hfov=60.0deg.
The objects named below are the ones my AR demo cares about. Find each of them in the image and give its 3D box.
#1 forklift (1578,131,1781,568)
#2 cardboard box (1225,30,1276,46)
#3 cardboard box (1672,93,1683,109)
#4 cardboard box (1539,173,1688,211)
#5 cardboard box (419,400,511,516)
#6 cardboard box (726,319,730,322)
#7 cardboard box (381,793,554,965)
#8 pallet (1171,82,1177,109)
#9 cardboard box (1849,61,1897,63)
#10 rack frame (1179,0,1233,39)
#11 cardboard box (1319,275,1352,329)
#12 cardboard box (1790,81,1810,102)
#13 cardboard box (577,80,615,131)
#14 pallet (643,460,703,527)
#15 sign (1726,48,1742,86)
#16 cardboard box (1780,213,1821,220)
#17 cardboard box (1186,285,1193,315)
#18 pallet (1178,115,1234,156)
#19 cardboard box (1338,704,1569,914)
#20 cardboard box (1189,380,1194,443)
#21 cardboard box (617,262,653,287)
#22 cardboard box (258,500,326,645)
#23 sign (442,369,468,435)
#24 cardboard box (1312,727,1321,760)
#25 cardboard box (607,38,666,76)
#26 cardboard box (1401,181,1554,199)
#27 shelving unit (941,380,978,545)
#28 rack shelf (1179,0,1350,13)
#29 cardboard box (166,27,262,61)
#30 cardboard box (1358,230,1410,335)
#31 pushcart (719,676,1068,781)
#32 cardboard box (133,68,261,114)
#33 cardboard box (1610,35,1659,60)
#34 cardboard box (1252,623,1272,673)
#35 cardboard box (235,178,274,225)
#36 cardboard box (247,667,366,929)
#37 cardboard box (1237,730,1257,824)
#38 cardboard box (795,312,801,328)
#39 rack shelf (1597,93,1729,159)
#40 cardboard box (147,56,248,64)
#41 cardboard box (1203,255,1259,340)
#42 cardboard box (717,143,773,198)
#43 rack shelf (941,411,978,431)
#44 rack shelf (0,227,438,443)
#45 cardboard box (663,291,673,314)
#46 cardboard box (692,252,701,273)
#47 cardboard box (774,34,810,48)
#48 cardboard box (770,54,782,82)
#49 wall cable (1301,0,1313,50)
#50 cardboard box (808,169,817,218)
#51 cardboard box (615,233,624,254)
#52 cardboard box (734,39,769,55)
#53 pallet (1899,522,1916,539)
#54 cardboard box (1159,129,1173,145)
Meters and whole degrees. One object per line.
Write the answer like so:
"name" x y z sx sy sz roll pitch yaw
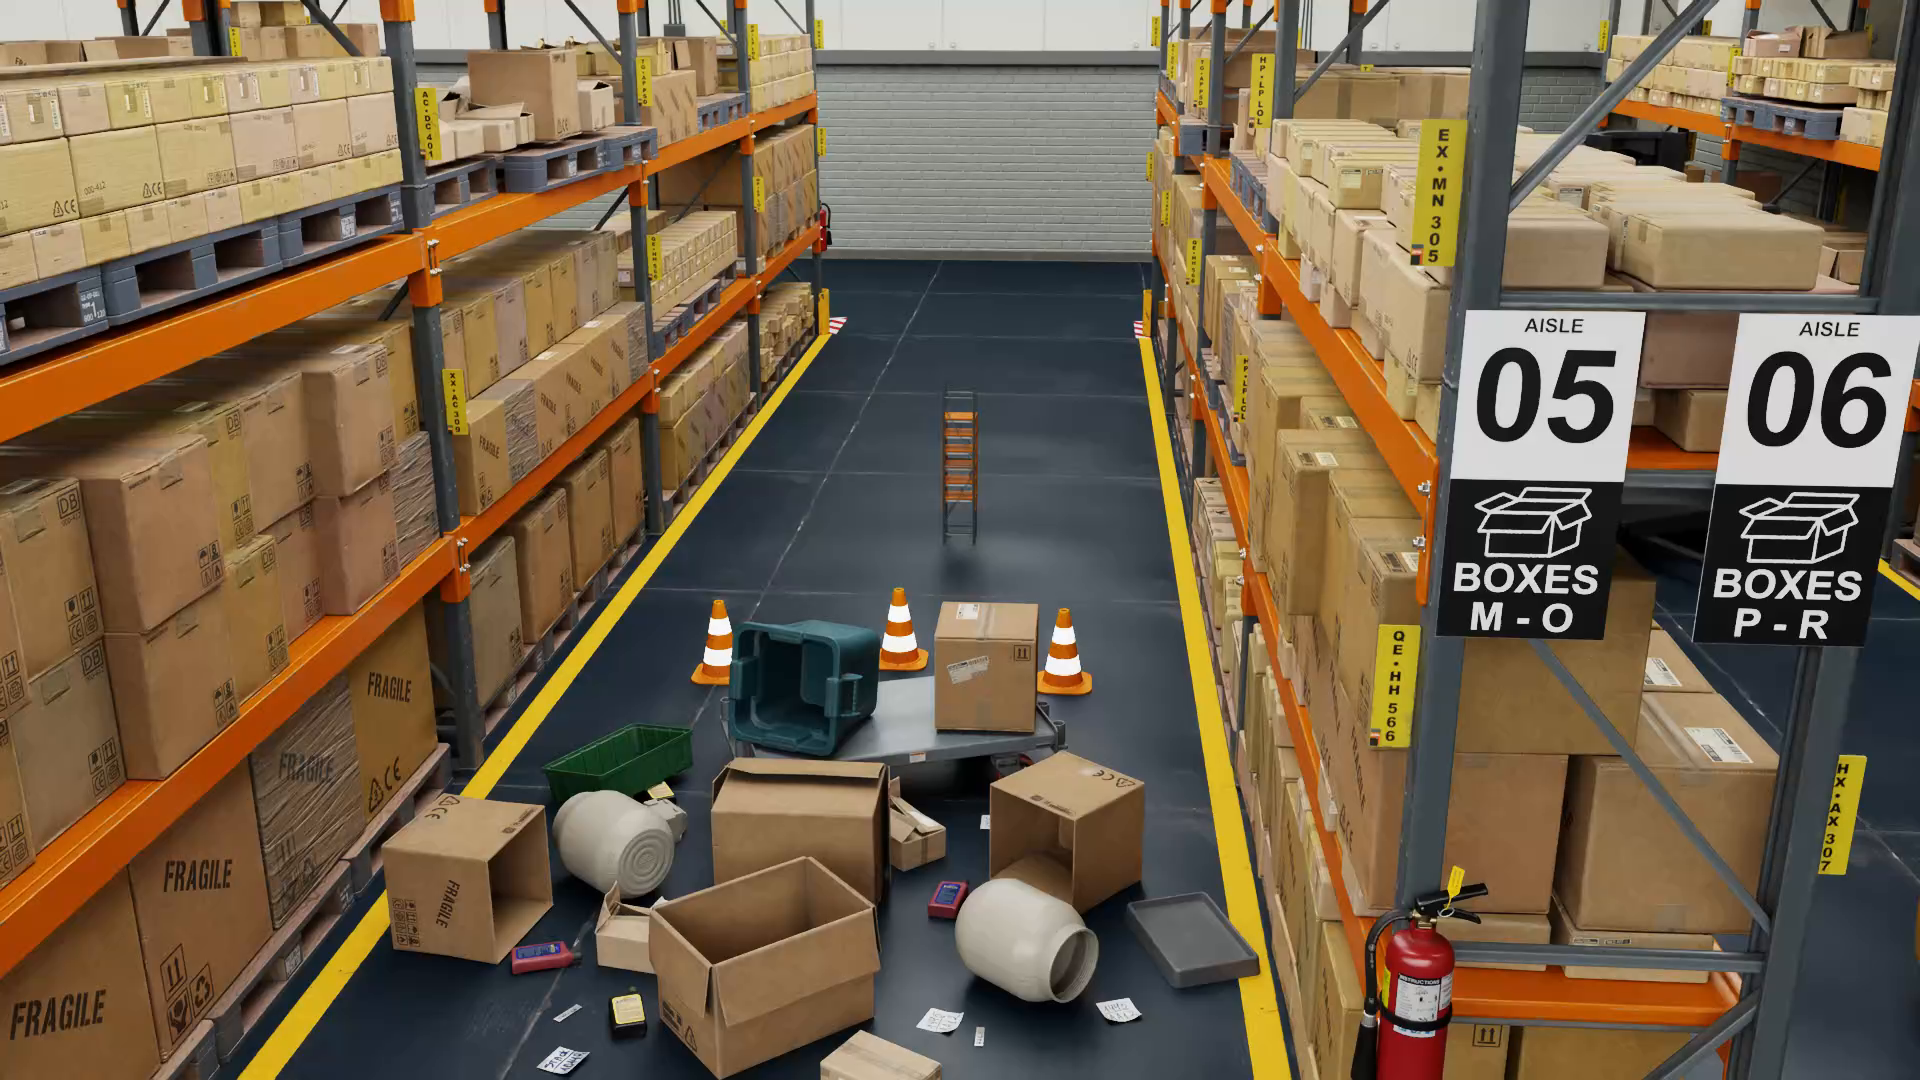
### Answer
"forklift" 4.967 -1.375 11.913 1.130 2.935 3.031 -7 19 -21
"cardboard box" 2.743 -4.542 15.654 0.500 0.500 0.500 2 18 5
"cardboard box" 7.304 -4.355 16.481 0.380 0.149 0.250 1 18 4
"cardboard box" 1.956 -1.018 5.018 0.380 0.149 0.250 1 18 4
"cardboard box" -2.721 -0.443 8.797 0.500 0.500 0.500 1 18 5
"cardboard box" -2.602 -2.203 17.278 0.380 0.149 0.250 2 18 6
"cardboard box" -2.115 1.453 7.180 0.500 0.500 0.500 4 19 13
"pallet" 2.560 -4.281 15.996 1.003 0.211 1.213 1 18 4
"cardboard box" 7.459 -3.813 13.516 0.380 0.149 0.250 1 18 2
"rack frame" 2.491 -5.495 14.740 1.000 3.000 0.127 1 18 4
"cardboard box" 1.443 -0.818 5.688 0.380 0.149 0.250 1 18 3
"cardboard box" 6.926 -3.607 13.366 0.380 0.149 0.250 2 18 5
"cardboard box" -2.516 -2.779 10.579 0.500 0.311 0.500 1 18 4
"pallet" -2.683 -0.398 13.299 1.003 0.211 1.213 1 18 4
"sign" 6.901 -4.215 14.822 0.100 0.325 0.005 1 18 4
"cardboard box" 7.185 -2.636 14.815 0.700 0.500 0.500 2 18 5
"cardboard box" 2.019 -1.883 12.791 0.500 0.250 0.500 1 18 2
"pallet" 2.198 -2.938 12.059 1.213 0.211 1.003 2 18 6
"cardboard box" 1.395 0.720 4.771 0.500 0.500 0.500 1 18 3
"cardboard box" 2.469 -1.359 14.490 0.875 0.875 0.875 2 18 6
"cardboard box" -2.513 -1.984 12.434 0.380 0.149 0.250 1 18 4
"cardboard box" -3.214 0.142 6.932 0.875 0.550 0.550 1 18 4
"sign" -2.473 -0.675 8.149 0.100 0.325 0.005 1 18 4
"cardboard box" 1.466 0.683 5.925 0.380 0.149 0.250 1 18 3
"cardboard box" -2.399 -3.597 12.376 0.396 0.266 0.258 1 18 4
"cardboard box" 1.487 -0.950 4.810 0.380 0.149 0.250 1 18 4
"shelving unit" -0.001 -0.566 12.222 0.258 1.200 0.189 1 18 4
"rack shelf" 2.348 -4.342 13.019 1.077 0.370 4.000 1 18 4
"cardboard box" -7.397 -4.829 16.531 0.700 0.500 0.500 0 18 1
"cardboard box" 1.450 -0.733 4.789 0.500 0.250 0.500 1 18 3
"pushcart" -0.360 1.052 8.608 1.648 0.377 0.936 -5 19 -15
"cardboard box" -2.826 -1.658 6.135 0.380 0.149 0.250 1 18 3
"cardboard box" 7.447 -5.377 18.159 0.500 0.250 0.500 1 18 3
"cardboard box" 1.537 0.498 7.581 0.380 0.149 0.250 2 18 5
"cardboard box" -2.824 -1.275 6.249 0.380 0.149 0.250 1 18 3
"cardboard box" -3.203 1.046 7.152 0.875 0.875 0.875 1 18 4
"cardboard box" 1.606 1.125 7.913 0.500 0.250 0.500 0 18 1
"cardboard box" -1.980 -2.459 18.535 0.380 0.149 0.250 2 18 5
"rack shelf" 7.586 -4.239 16.880 1.077 0.370 4.000 1 18 4
"cardboard box" -3.392 -2.065 7.378 0.380 0.149 0.250 1 18 4
"cardboard box" 1.941 -1.655 11.345 0.500 0.500 0.500 1 18 2
"cardboard box" -2.156 -3.683 16.601 0.500 0.500 0.500 1 18 2
"rack shelf" -0.001 -0.866 12.124 0.258 0.103 0.180 1 18 4
"rack shelf" -3.170 -0.701 6.082 1.077 0.370 4.000 1 18 4
"cardboard box" -2.469 -1.862 13.018 0.380 0.149 0.250 2 18 7
"cardboard box" -2.399 -2.332 13.973 0.380 0.149 0.250 2 18 6
"cardboard box" -1.897 -5.637 18.788 0.380 0.149 0.250 1 18 3
"cardboard box" -2.089 -4.769 16.782 0.500 0.250 0.500 2 18 5
"wall cable" 6.430 -8.436 23.657 2.988 3.039 0.133 1 18 4
"cardboard box" -1.942 -4.009 19.202 0.500 0.500 0.500 2 18 5
"cardboard box" -3.048 -2.488 13.973 0.380 0.149 0.250 2 18 6
"cardboard box" -2.115 -4.912 16.578 0.380 0.149 0.250 1 18 2
"pallet" 7.247 -0.198 12.687 1.003 0.211 1.213 1 18 4
"cardboard box" 2.396 -4.452 18.384 0.380 0.149 0.250 2 18 6
